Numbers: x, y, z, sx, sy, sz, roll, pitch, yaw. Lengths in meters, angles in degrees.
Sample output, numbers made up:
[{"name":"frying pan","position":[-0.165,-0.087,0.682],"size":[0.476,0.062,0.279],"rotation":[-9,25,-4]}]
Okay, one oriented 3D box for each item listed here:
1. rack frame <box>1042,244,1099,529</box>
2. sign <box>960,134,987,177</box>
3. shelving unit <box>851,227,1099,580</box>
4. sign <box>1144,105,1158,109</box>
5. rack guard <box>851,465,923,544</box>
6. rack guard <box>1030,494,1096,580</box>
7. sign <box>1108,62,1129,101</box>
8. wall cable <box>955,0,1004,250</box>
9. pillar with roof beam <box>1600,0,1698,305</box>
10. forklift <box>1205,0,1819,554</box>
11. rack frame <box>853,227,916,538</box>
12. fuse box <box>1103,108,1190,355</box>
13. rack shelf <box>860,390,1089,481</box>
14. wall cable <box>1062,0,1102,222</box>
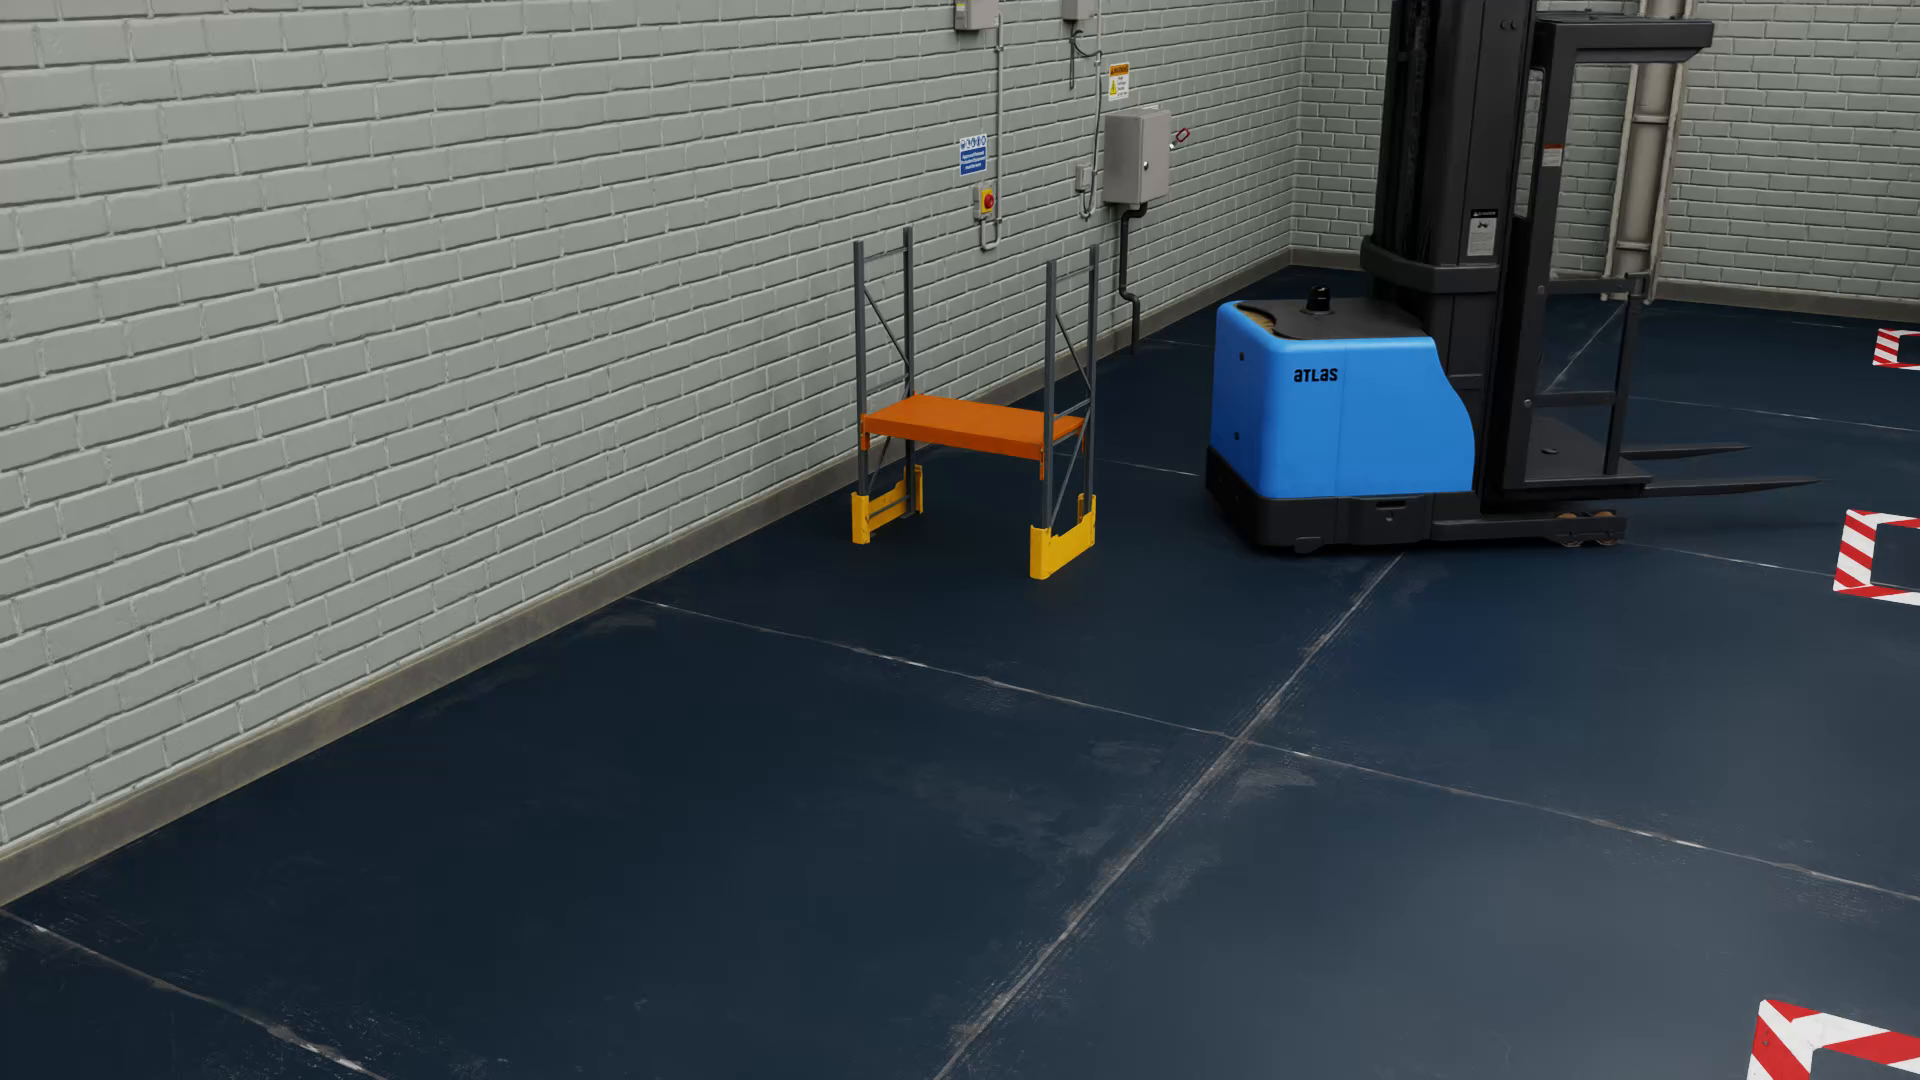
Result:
[{"name":"rack frame","position":[0.518,-0.606,7.837],"size":[0.032,1.500,0.500],"rotation":[11,23,27]},{"name":"sign","position":[0.079,-2.288,9.879],"size":[0.001,0.218,0.327],"rotation":[11,23,27]},{"name":"shelving unit","position":[0.067,-0.692,8.074],"size":[1.083,1.500,0.587],"rotation":[11,23,27]},{"name":"sign","position":[1.368,-2.903,12.110],"size":[0.001,0.494,0.329],"rotation":[11,23,27]},{"name":"rack guard","position":[-0.368,-0.188,8.516],"size":[0.087,0.250,0.587],"rotation":[11,23,27]},{"name":"rack guard","position":[0.501,-0.022,8.059],"size":[0.087,0.250,0.587],"rotation":[11,23,27]},{"name":"sign","position":[1.100,-3.173,11.502],"size":[0.001,0.242,0.339],"rotation":[11,23,27]},{"name":"wall cable","position":[0.156,-2.658,9.758],"size":[0.123,1.953,0.585],"rotation":[11,23,27]},{"name":"pillar with roof beam","position":[3.494,-4.968,8.865],"size":[0.400,9.000,9.100],"rotation":[11,23,27]},{"name":"forklift","position":[2.877,-1.518,8.250],"size":[3.031,2.935,1.130],"rotation":[-3,20,-7]},{"name":"rack frame","position":[-0.369,-0.775,8.303],"size":[0.032,1.500,0.500],"rotation":[11,23,27]},{"name":"fuse box","position":[1.308,-2.161,11.813],"size":[0.414,1.711,0.539],"rotation":[11,23,27]},{"name":"rack shelf","position":[0.074,-0.522,8.132],"size":[1.000,0.185,0.538],"rotation":[11,23,27]},{"name":"wall cable","position":[0.838,-3.067,10.932],"size":[0.122,1.984,0.588],"rotation":[11,23,27]}]
